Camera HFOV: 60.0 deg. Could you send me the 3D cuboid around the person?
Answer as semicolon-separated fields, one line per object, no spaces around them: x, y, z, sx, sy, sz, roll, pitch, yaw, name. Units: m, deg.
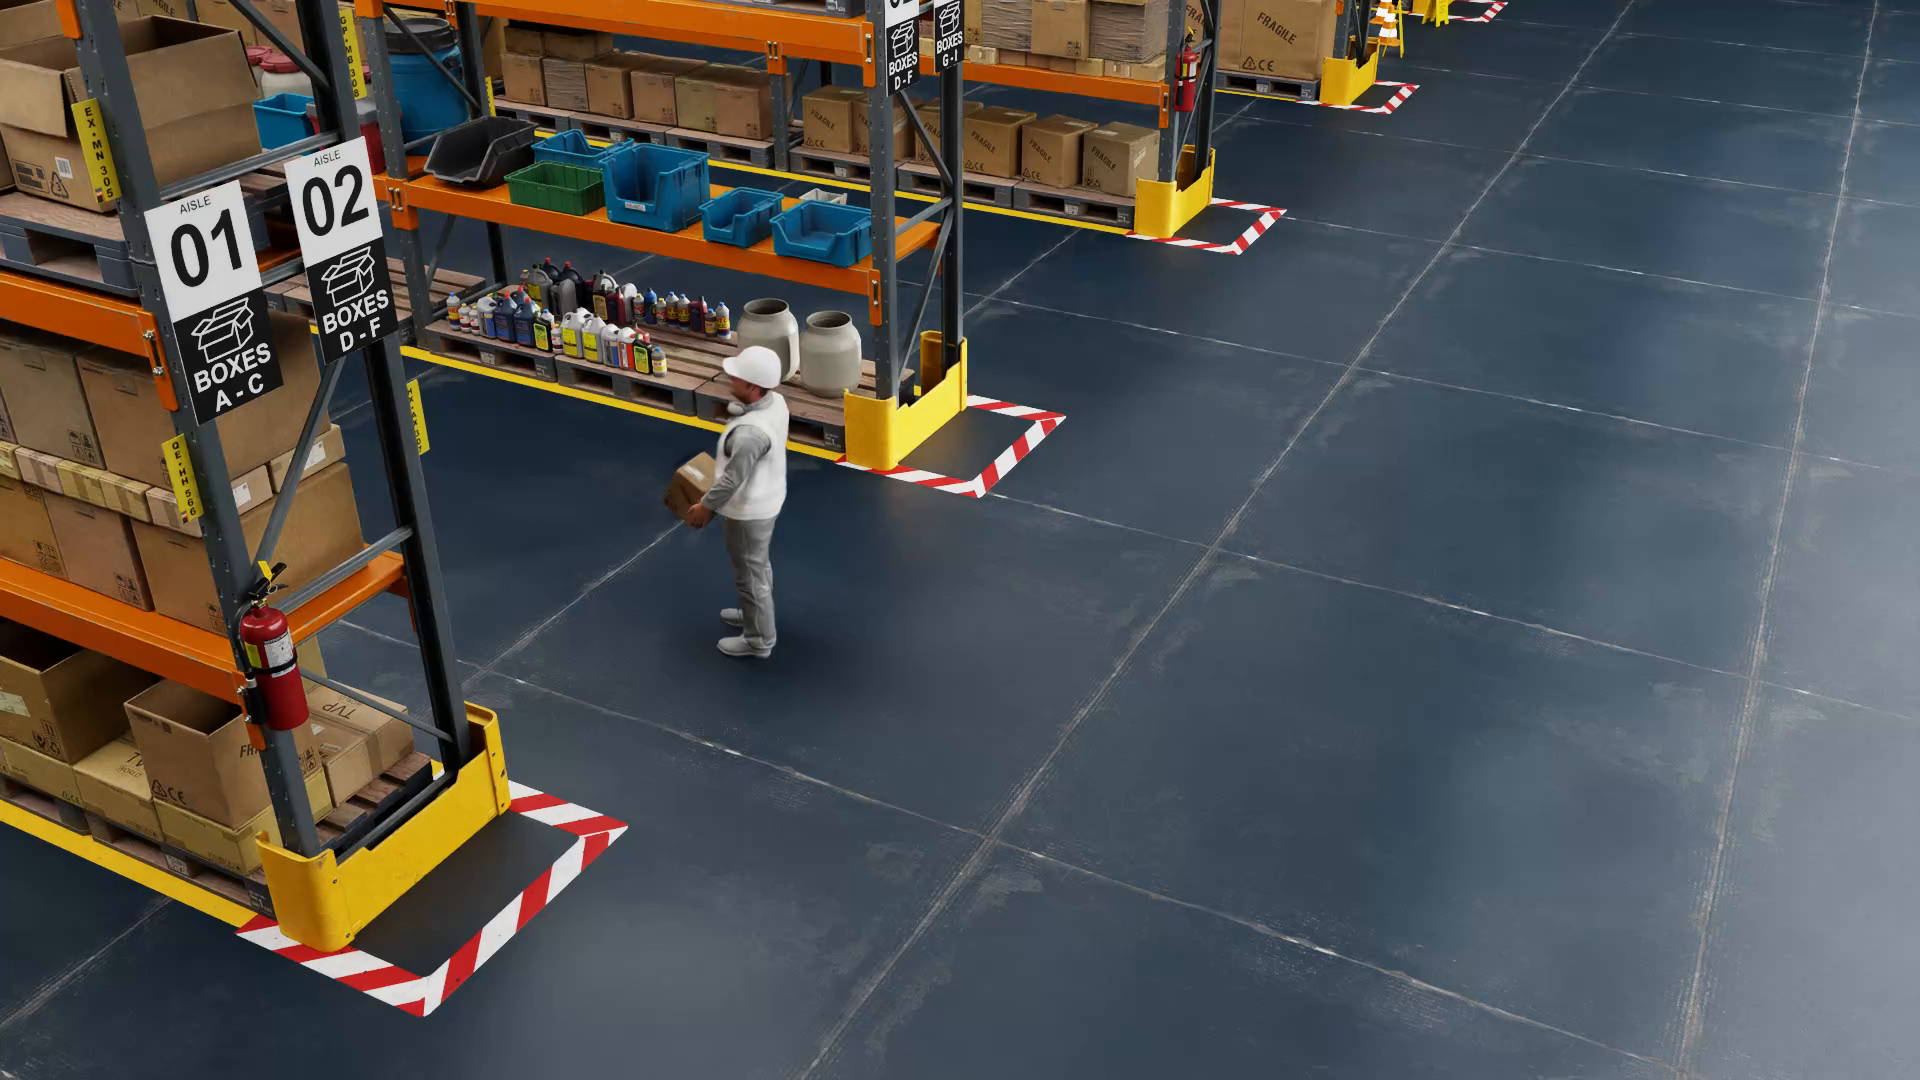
-1.130;-0.199;8.604;0.509;1.776;0.576;3;30;6;person
